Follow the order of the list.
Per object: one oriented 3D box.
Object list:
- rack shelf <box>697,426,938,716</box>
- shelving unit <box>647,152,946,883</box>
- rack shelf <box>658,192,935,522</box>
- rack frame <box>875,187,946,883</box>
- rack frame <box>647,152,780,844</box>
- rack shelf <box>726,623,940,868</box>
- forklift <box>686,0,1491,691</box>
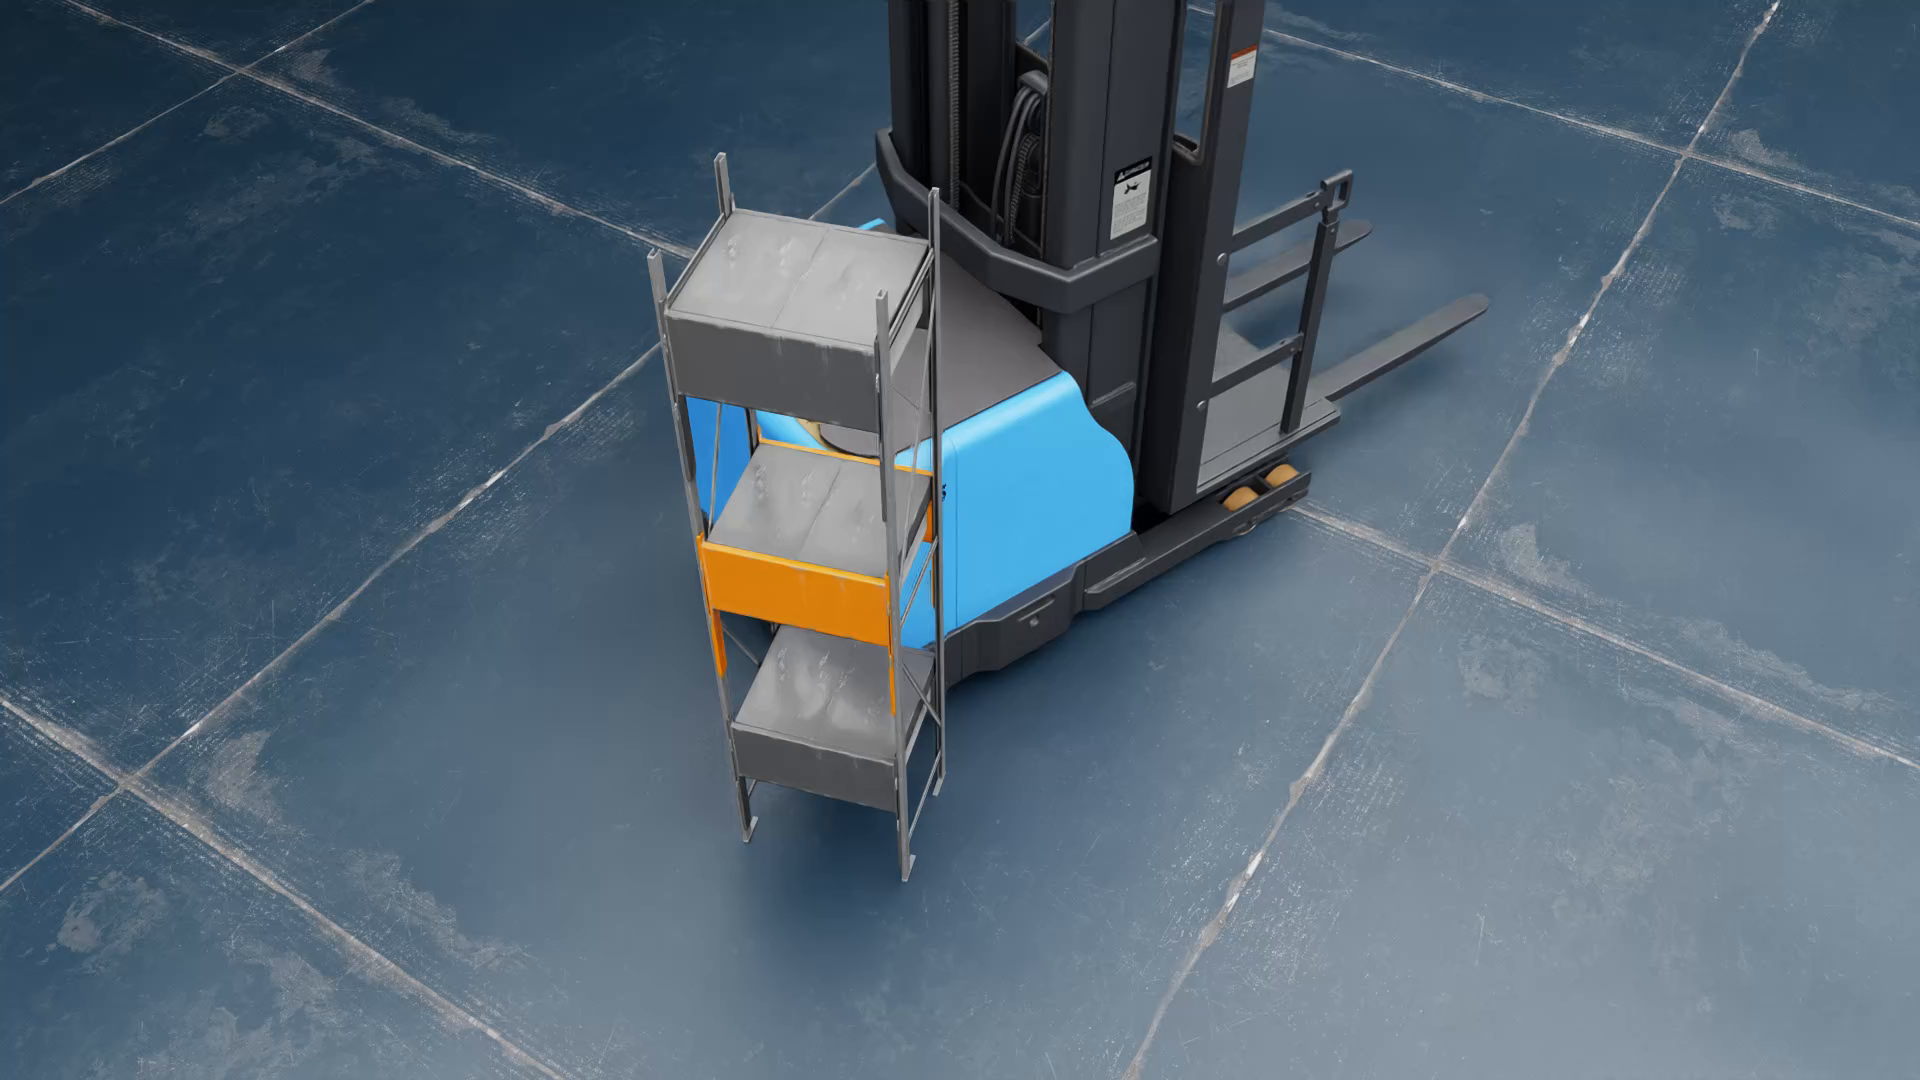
[{"bbox_3d":[-0.340,0.078,4.229,0.480,0.518,0.431,12,47,11],"label":"rack shelf"},{"bbox_3d":[-0.340,0.069,4.219,0.503,2.100,0.431,12,47,11],"label":"shelving unit"},{"bbox_3d":[-0.340,-0.410,3.727,0.480,0.518,0.431,12,47,11],"label":"rack shelf"},{"bbox_3d":[-0.106,0.116,4.173,0.015,2.100,0.400,12,47,11],"label":"rack frame"},{"bbox_3d":[-0.575,0.021,4.266,0.015,2.100,0.400,12,47,11],"label":"rack frame"},{"bbox_3d":[-0.340,0.566,4.731,0.480,0.518,0.431,12,47,11],"label":"rack shelf"},{"bbox_3d":[0.607,-1.318,4.987,3.031,2.935,1.130,-28,52,-24],"label":"forklift"}]
